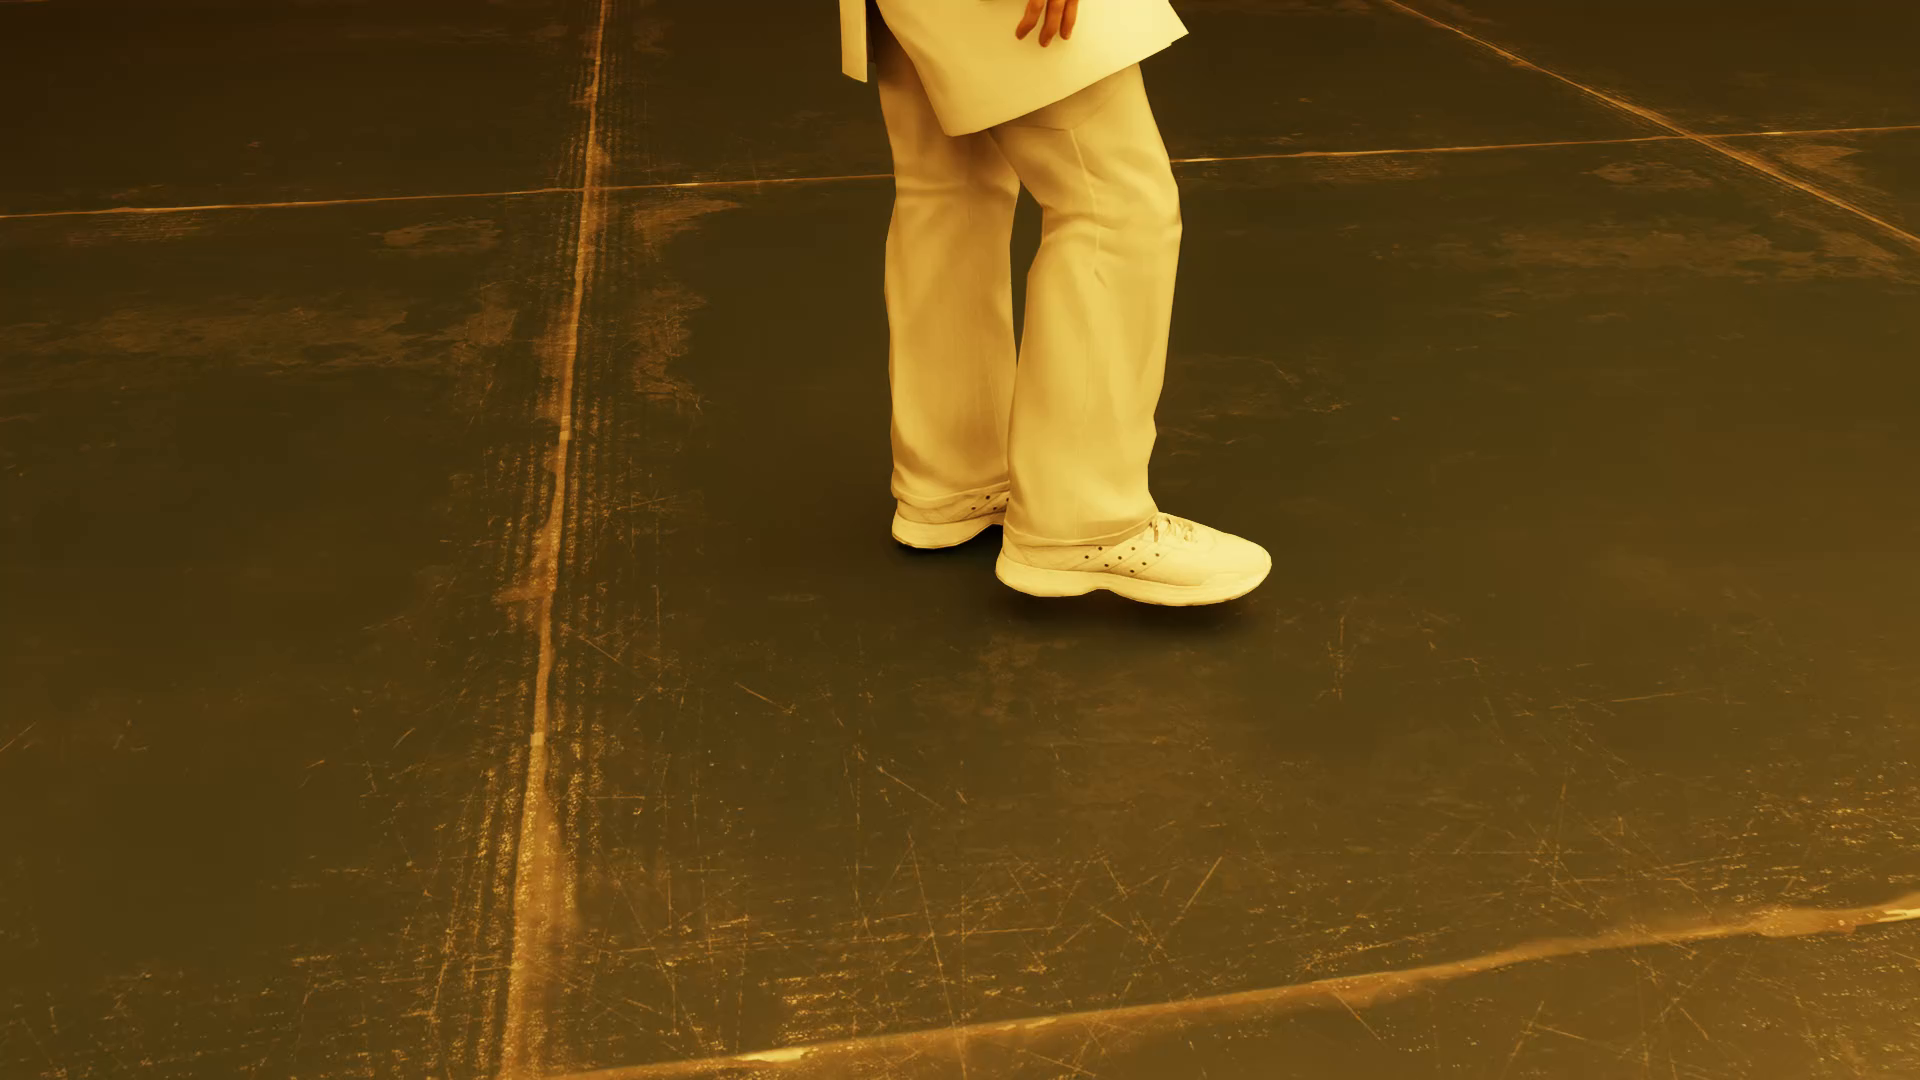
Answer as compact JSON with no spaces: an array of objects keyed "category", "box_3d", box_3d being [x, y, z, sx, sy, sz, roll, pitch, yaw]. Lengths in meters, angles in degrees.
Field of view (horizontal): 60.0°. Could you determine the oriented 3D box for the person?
[{"category":"person","box_3d":[0.091,-0.798,2.090,0.579,1.778,0.698,-5,28,-9]}]
